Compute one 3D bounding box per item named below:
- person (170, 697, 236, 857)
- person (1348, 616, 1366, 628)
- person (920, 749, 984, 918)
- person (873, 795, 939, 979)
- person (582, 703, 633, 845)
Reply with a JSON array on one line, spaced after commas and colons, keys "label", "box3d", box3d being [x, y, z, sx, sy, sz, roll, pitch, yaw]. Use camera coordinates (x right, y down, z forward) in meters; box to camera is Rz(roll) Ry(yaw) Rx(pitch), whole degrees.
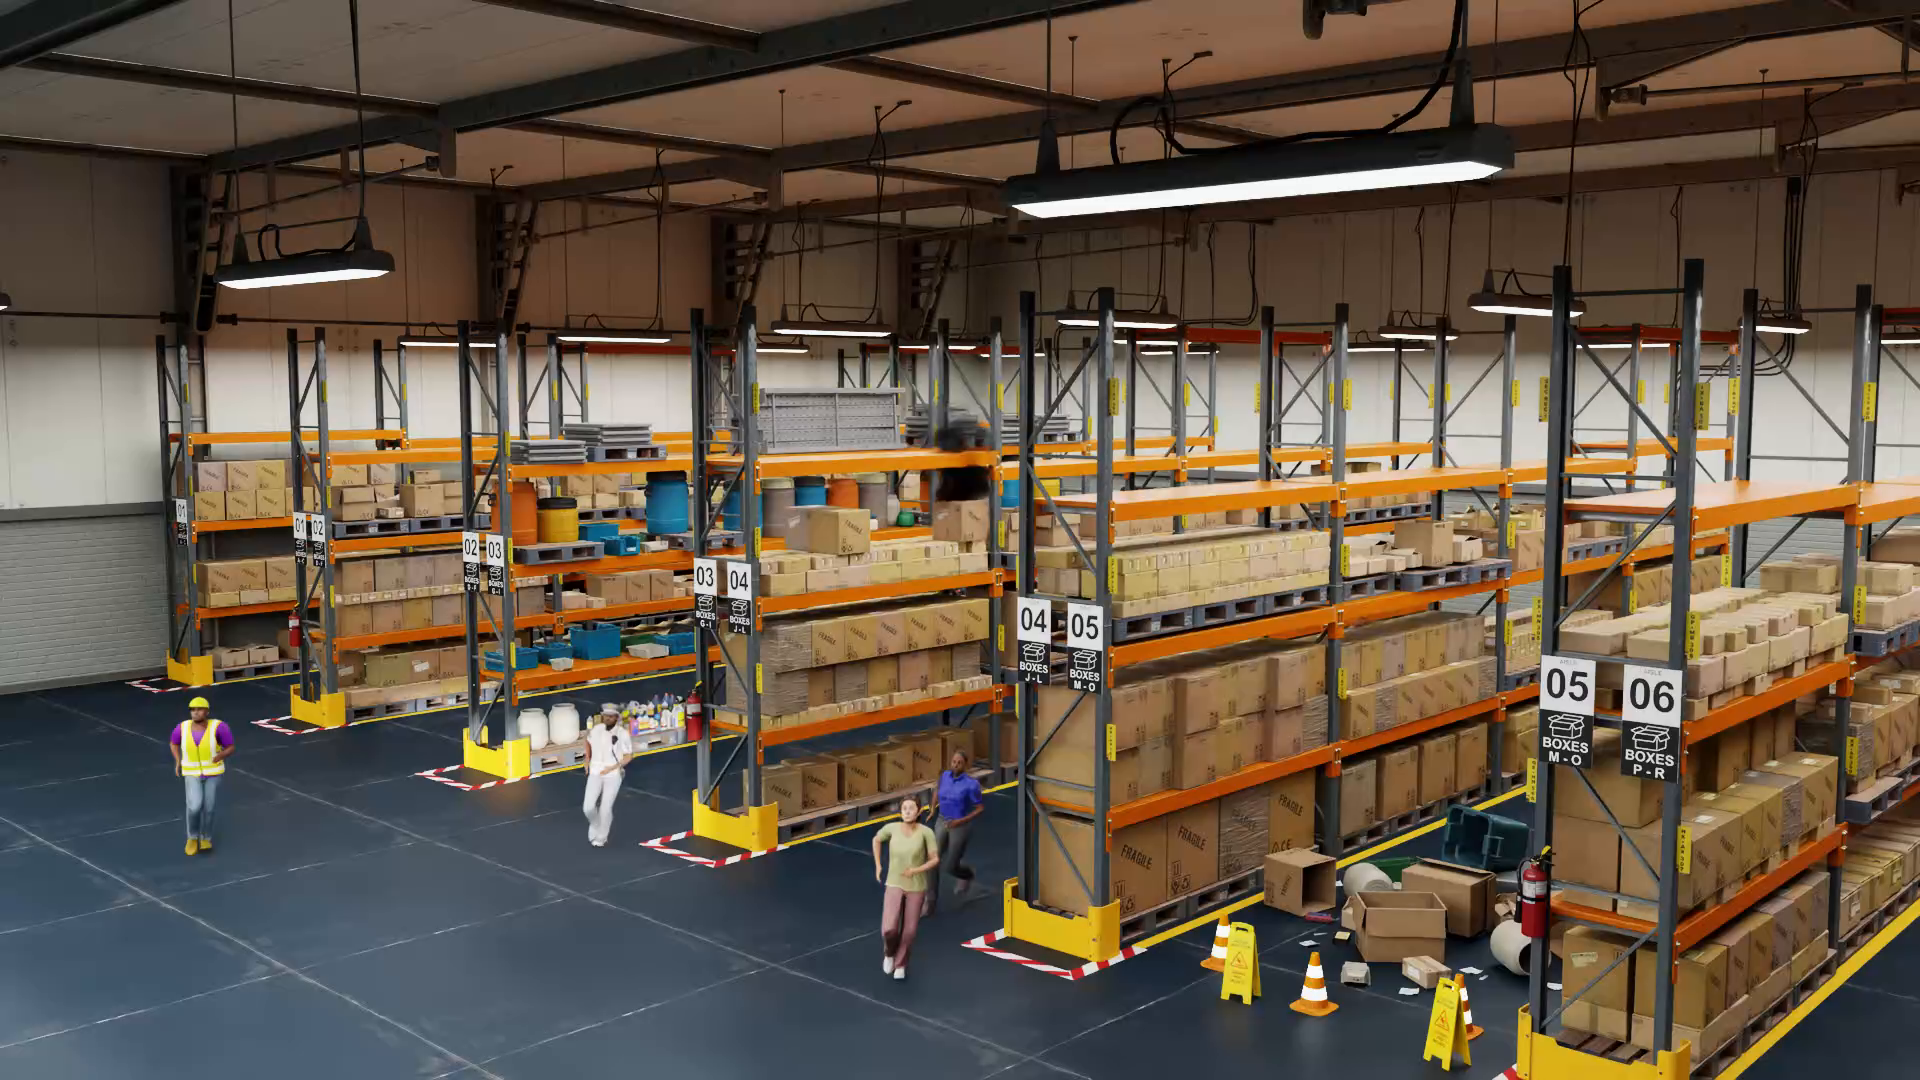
[{"label": "person", "box3d": [-8.287, 2.591, 18.208, 0.668, 1.767, 0.679, -2, 6, -21]}, {"label": "person", "box3d": [6.052, 1.922, 25.241, 0.666, 1.759, 0.831, 4, 7, 37]}, {"label": "person", "box3d": [-0.033, 2.866, 16.320, 0.615, 1.582, 0.812, 3, 6, 31]}, {"label": "person", "box3d": [-0.472, 3.007, 14.344, 0.581, 1.620, 0.554, 0, 5, 0]}, {"label": "person", "box3d": [-3.929, 2.609, 18.493, 0.588, 1.645, 0.530, 1, 5, 6]}]
